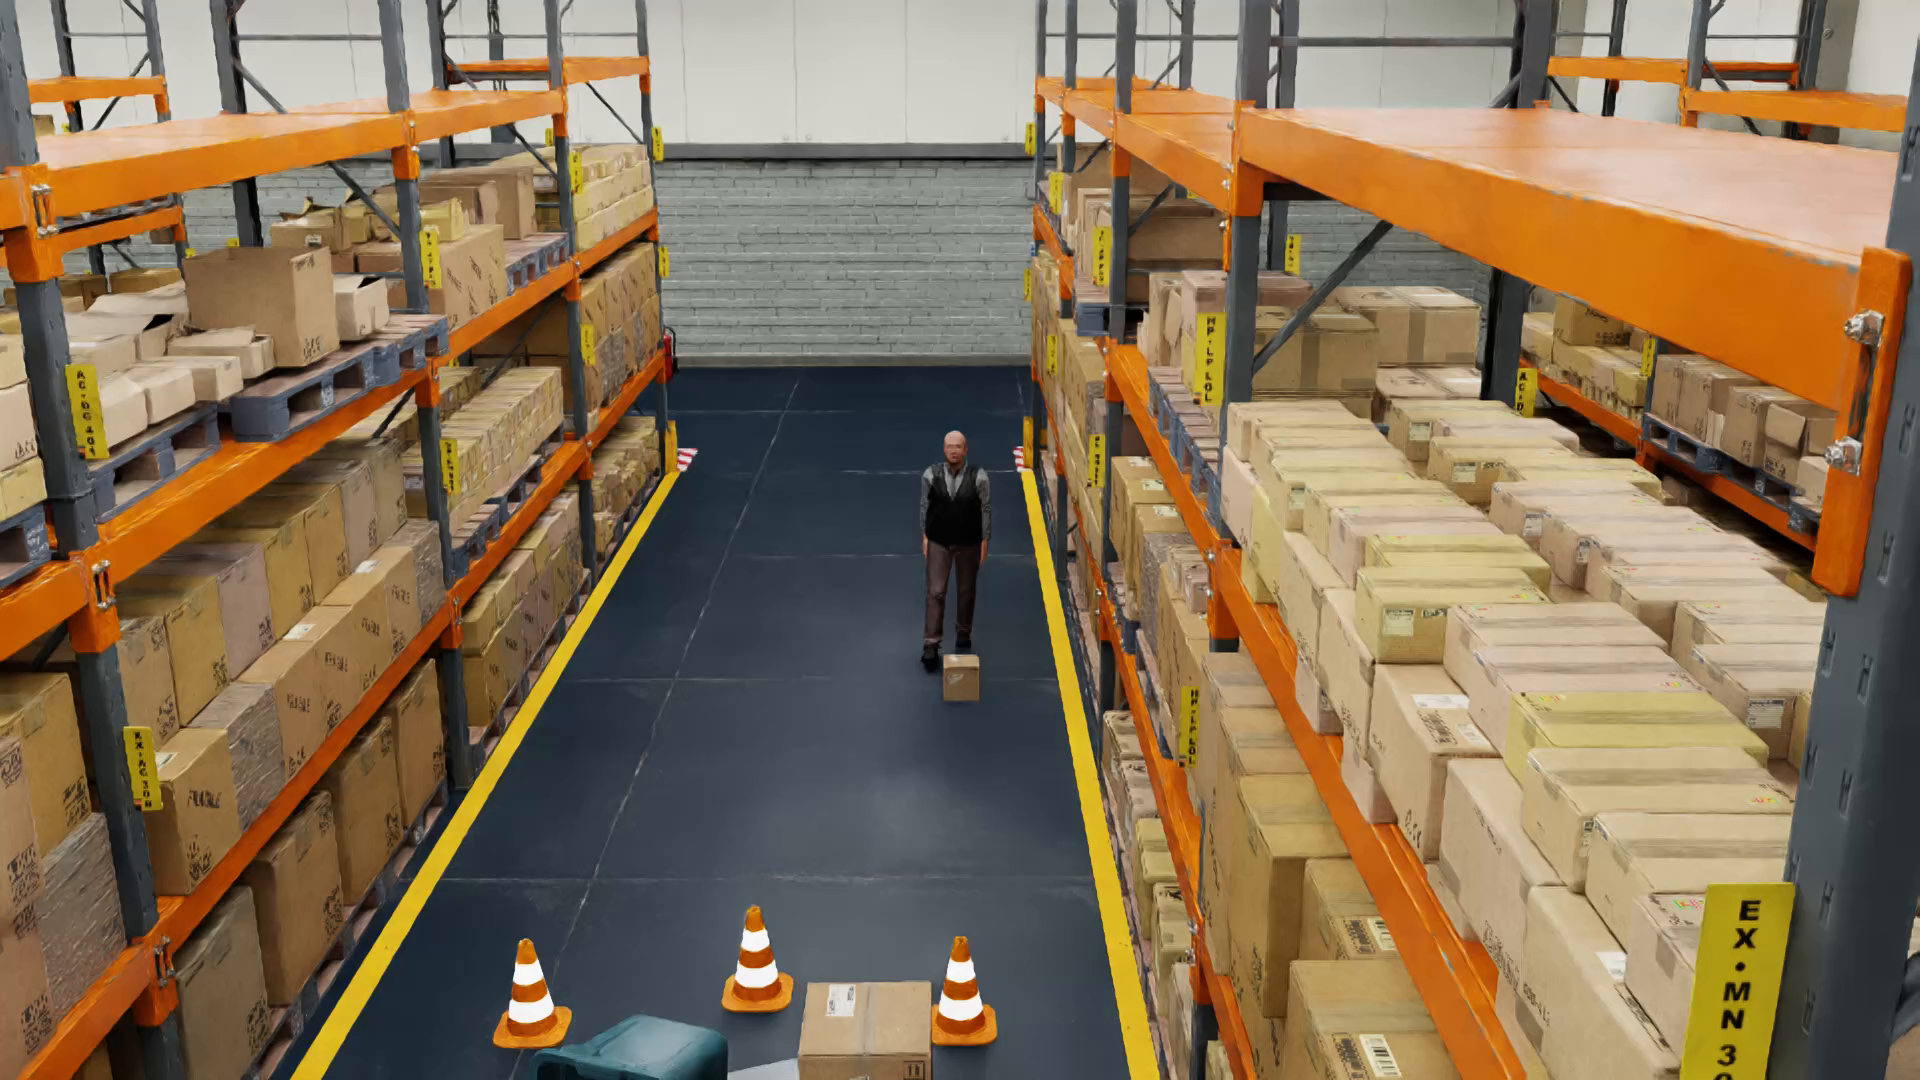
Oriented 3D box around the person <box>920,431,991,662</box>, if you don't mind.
[{"bbox_3d":[-0.036,0.085,12.432,0.536,1.622,0.777,0,17,1],"label":"person"}]
